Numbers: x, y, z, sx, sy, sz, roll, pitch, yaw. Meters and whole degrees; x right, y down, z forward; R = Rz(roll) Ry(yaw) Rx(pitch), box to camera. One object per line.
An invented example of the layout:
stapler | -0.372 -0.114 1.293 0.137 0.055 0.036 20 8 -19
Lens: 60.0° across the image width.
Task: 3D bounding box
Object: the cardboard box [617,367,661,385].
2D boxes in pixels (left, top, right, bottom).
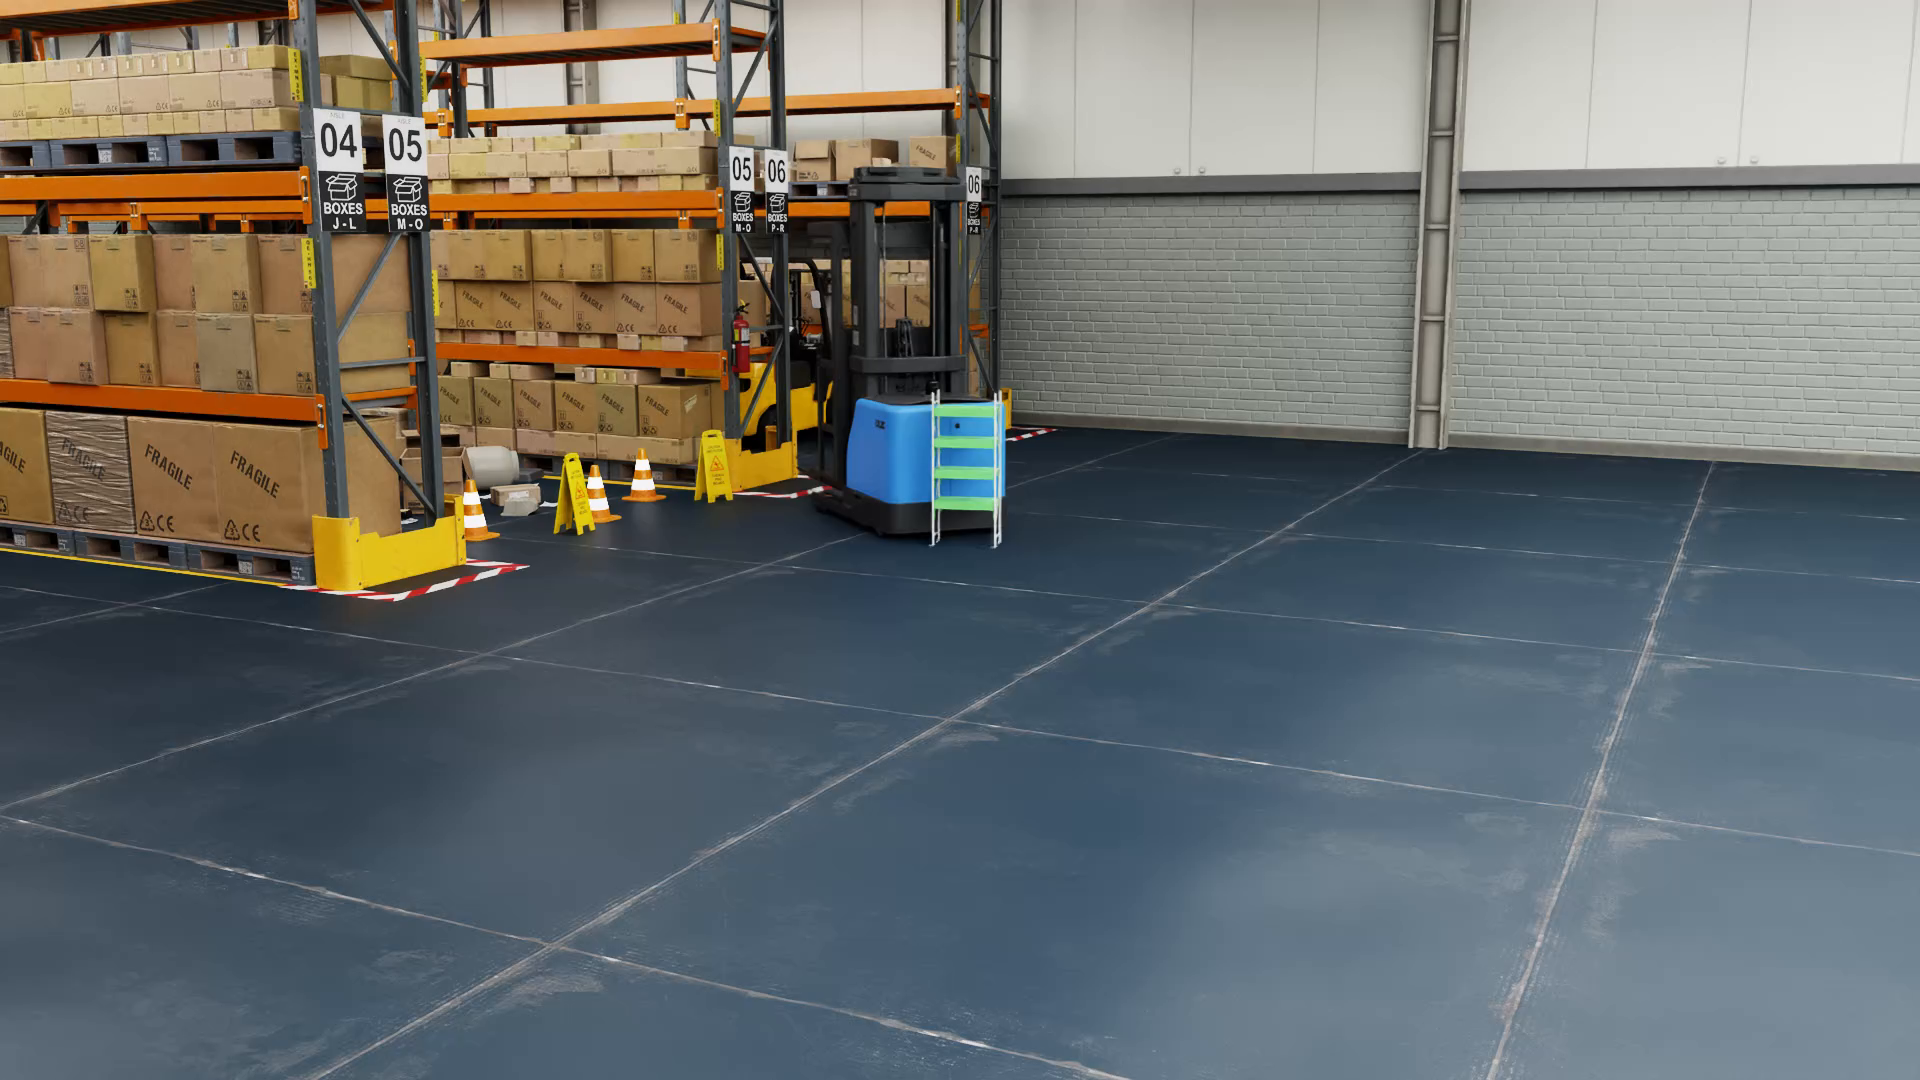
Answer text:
cardboard box | -3.150 -1.610 16.321 0.250 0.149 0.380 5 12 27

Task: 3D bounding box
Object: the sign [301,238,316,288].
sign | -4.309 -1.831 11.009 0.005 0.325 0.100 5 11 26

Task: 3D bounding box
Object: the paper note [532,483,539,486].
paper note | -4.173 -0.537 16.113 0.148 0.019 0.142 1 10 6

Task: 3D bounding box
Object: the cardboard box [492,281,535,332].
cardboard box | -4.368 -2.383 16.859 0.500 0.500 0.500 5 11 25

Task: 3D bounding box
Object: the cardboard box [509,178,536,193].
cardboard box | -4.256 -3.517 16.524 0.250 0.149 0.380 5 11 25

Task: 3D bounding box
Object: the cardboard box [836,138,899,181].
cardboard box | -1.143 -4.696 20.590 0.500 0.500 0.700 5 11 26

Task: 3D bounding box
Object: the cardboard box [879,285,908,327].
cardboard box | -0.783 -2.910 20.608 0.500 0.500 0.500 5 12 28

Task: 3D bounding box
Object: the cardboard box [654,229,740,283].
cardboard box | -2.512 -2.722 15.924 0.500 0.500 0.700 5 11 24

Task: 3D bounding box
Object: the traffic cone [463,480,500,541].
traffic cone | -3.905 -0.251 13.317 0.334 0.463 0.336 5 11 26

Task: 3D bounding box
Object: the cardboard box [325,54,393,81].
cardboard box | -4.215 -3.308 11.670 0.250 0.149 0.380 5 11 26

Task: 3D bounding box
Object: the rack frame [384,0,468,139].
rack frame | -5.544 -5.296 17.226 0.127 3.000 1.000 5 11 26

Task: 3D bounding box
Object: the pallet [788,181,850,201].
pallet | -1.485 -4.410 21.002 1.213 0.211 1.003 5 11 26

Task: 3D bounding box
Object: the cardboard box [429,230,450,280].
cardboard box | -5.246 -2.962 17.253 0.500 0.500 0.700 5 11 25

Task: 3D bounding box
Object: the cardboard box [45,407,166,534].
cardboard box | -6.301 -0.576 12.775 0.875 0.875 0.875 5 11 26

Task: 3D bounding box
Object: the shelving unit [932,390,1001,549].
shelving unit | 0.051 -0.553 12.918 0.503 1.200 0.258 2 10 10

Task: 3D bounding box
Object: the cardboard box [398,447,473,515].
cardboard box | -4.653 -0.535 14.771 0.637 0.503 0.797 -2 11 -14

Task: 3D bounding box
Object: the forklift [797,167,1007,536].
forklift | -0.658 -1.696 14.371 1.130 2.935 3.031 -4 11 -22

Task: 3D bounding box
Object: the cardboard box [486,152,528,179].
cardboard box | -4.361 -3.734 16.601 0.500 0.250 0.500 5 11 26

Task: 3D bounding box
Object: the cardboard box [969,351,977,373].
cardboard box | -0.112 -2.236 20.895 0.500 0.250 0.500 5 11 25

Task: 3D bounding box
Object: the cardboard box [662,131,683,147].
cardboard box | -2.605 -3.780 15.736 0.250 0.149 0.380 5 12 27

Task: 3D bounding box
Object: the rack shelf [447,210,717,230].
rack shelf | -5.145 -4.417 22.810 4.000 0.370 1.077 5 11 26

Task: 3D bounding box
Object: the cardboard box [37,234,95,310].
cardboard box | -6.360 -2.027 12.554 0.550 0.550 0.875 5 11 26

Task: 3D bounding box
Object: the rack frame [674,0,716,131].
rack frame | -3.351 -6.089 21.608 0.127 3.000 1.000 5 11 26

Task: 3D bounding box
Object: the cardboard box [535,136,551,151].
cardboard box | -3.976 -3.903 16.415 0.250 0.149 0.380 5 12 27

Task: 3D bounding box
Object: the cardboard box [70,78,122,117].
cardboard box | -5.969 -3.148 11.904 0.500 0.250 0.500 5 11 26

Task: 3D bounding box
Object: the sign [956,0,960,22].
sign | -0.017 -6.187 19.303 0.005 0.325 0.100 5 11 26

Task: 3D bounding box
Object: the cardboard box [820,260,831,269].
cardboard box | -1.557 -3.451 20.940 0.250 0.149 0.380 5 11 27

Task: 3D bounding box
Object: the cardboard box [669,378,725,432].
cardboard box | -2.580 -1.361 16.764 0.500 0.500 0.500 5 11 24

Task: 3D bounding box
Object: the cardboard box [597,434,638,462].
cardboard box | -3.262 -0.945 16.573 0.500 0.250 0.500 5 11 26

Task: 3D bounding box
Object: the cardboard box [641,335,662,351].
cardboard box | -2.884 -1.927 16.158 0.250 0.149 0.380 5 11 25

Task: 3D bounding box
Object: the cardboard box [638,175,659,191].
cardboard box | -2.862 -3.406 15.907 0.250 0.149 0.380 5 12 28

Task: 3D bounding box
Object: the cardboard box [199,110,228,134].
cardboard box | -4.961 -2.851 11.383 0.250 0.149 0.380 5 11 27

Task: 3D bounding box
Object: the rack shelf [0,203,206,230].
rack shelf | -10.925 -3.939 20.169 4.000 0.370 1.077 5 11 26

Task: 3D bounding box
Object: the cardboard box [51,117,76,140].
cardboard box | -6.325 -2.971 12.046 0.250 0.149 0.380 5 11 26

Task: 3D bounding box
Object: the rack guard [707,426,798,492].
rack guard | -2.025 -0.805 16.274 0.348 0.500 1.175 5 11 26

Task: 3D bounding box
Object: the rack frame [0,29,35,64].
rack frame | -7.644 -4.498 12.814 0.127 3.000 1.000 5 11 26

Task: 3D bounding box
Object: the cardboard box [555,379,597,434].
cardboard box | -3.710 -1.355 16.728 0.500 0.500 0.500 5 11 24

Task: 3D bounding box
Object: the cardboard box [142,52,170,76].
cardboard box | -5.418 -3.284 11.534 0.250 0.149 0.380 5 11 26

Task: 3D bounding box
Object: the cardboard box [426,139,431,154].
cardboard box | -5.406 -4.012 17.019 0.250 0.149 0.380 5 11 25

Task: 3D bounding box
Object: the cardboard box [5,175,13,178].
cardboard box | -11.235 -4.391 19.846 0.258 0.266 0.396 6 12 31

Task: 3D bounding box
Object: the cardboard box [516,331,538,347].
cardboard box | -4.261 -2.042 16.797 0.250 0.149 0.380 5 11 26

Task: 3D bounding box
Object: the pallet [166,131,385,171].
pallet | -4.727 -2.720 11.661 1.213 0.211 1.003 5 11 26

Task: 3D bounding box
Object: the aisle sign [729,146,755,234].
aisle sign | -2.030 -3.257 15.504 0.004 0.787 0.394 5 11 26

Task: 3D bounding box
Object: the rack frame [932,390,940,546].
rack frame | -0.189 -0.561 12.962 0.015 1.200 0.240 2 10 10

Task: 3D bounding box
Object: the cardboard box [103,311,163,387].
cardboard box | -5.853 -1.465 12.484 0.500 0.550 0.875 5 11 26

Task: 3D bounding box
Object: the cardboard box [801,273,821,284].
cardboard box | -1.804 -3.313 21.013 0.250 0.149 0.380 5 11 25

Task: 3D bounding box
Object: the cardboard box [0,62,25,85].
cardboard box | -6.784 -3.403 12.196 0.250 0.149 0.380 5 11 25

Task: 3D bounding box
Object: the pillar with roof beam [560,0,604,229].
pillar with roof beam | -7.275 -5.758 19.778 0.400 9.000 9.100 5 11 26

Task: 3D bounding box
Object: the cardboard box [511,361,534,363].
cardboard box | -5.796 -2.389 23.496 0.625 0.625 0.875 5 12 28

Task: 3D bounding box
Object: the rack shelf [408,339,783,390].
rack shelf | -3.751 -1.833 16.953 4.000 0.370 1.077 5 11 26

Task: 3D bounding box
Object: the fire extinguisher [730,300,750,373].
fire extinguisher | -2.058 -1.908 15.569 0.183 0.674 0.296 5 11 26

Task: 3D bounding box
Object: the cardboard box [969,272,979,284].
cardboard box | 0.046 -3.259 20.710 0.250 0.149 0.380 5 11 24
